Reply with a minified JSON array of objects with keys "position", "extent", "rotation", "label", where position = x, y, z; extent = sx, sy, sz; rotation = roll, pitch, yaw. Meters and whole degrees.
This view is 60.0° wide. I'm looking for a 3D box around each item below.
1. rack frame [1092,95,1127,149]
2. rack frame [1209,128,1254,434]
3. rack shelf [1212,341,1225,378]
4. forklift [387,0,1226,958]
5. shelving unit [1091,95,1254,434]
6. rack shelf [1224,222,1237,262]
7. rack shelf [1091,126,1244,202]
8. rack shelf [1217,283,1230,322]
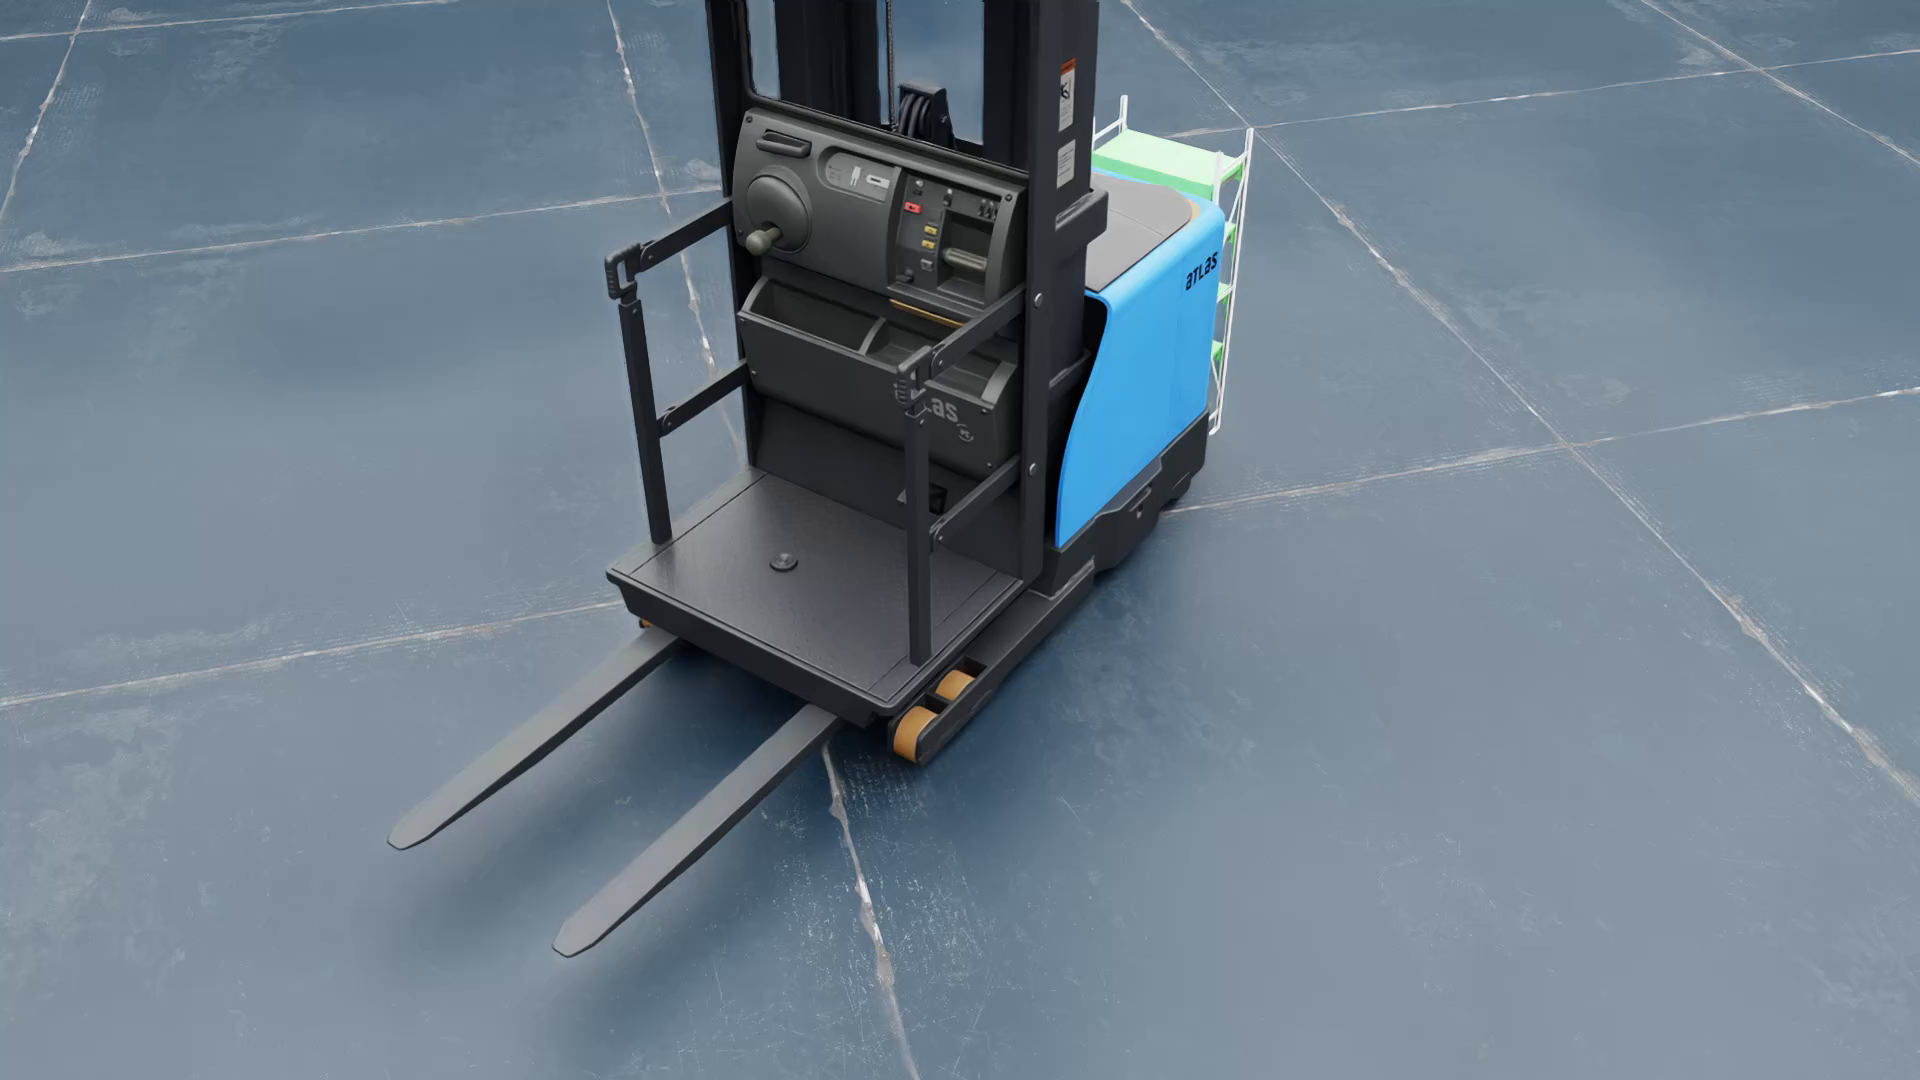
[{"position":[0.510,-1.013,6.087],"extent":[0.015,1.200,0.240],"rotation":[23,43,27],"label":"rack frame"},{"position":[0.911,-0.844,5.866],"extent":[0.015,1.200,0.240],"rotation":[23,43,27],"label":"rack frame"},{"position":[0.710,-0.687,6.161],"extent":[0.480,0.148,0.258],"rotation":[23,43,27],"label":"rack shelf"},{"position":[-0.368,-0.841,4.437],"extent":[1.130,2.935,3.031],"rotation":[23,43,27],"label":"forklift"},{"position":[0.710,-0.929,5.976],"extent":[0.503,1.200,0.258],"rotation":[23,43,27],"label":"shelving unit"},{"position":[0.711,-1.069,5.870],"extent":[0.480,0.148,0.258],"rotation":[23,43,27],"label":"rack shelf"},{"position":[0.711,-1.260,5.724],"extent":[0.480,0.148,0.258],"rotation":[23,43,27],"label":"rack shelf"},{"position":[0.710,-0.878,6.015],"extent":[0.480,0.148,0.258],"rotation":[23,43,27],"label":"rack shelf"}]
